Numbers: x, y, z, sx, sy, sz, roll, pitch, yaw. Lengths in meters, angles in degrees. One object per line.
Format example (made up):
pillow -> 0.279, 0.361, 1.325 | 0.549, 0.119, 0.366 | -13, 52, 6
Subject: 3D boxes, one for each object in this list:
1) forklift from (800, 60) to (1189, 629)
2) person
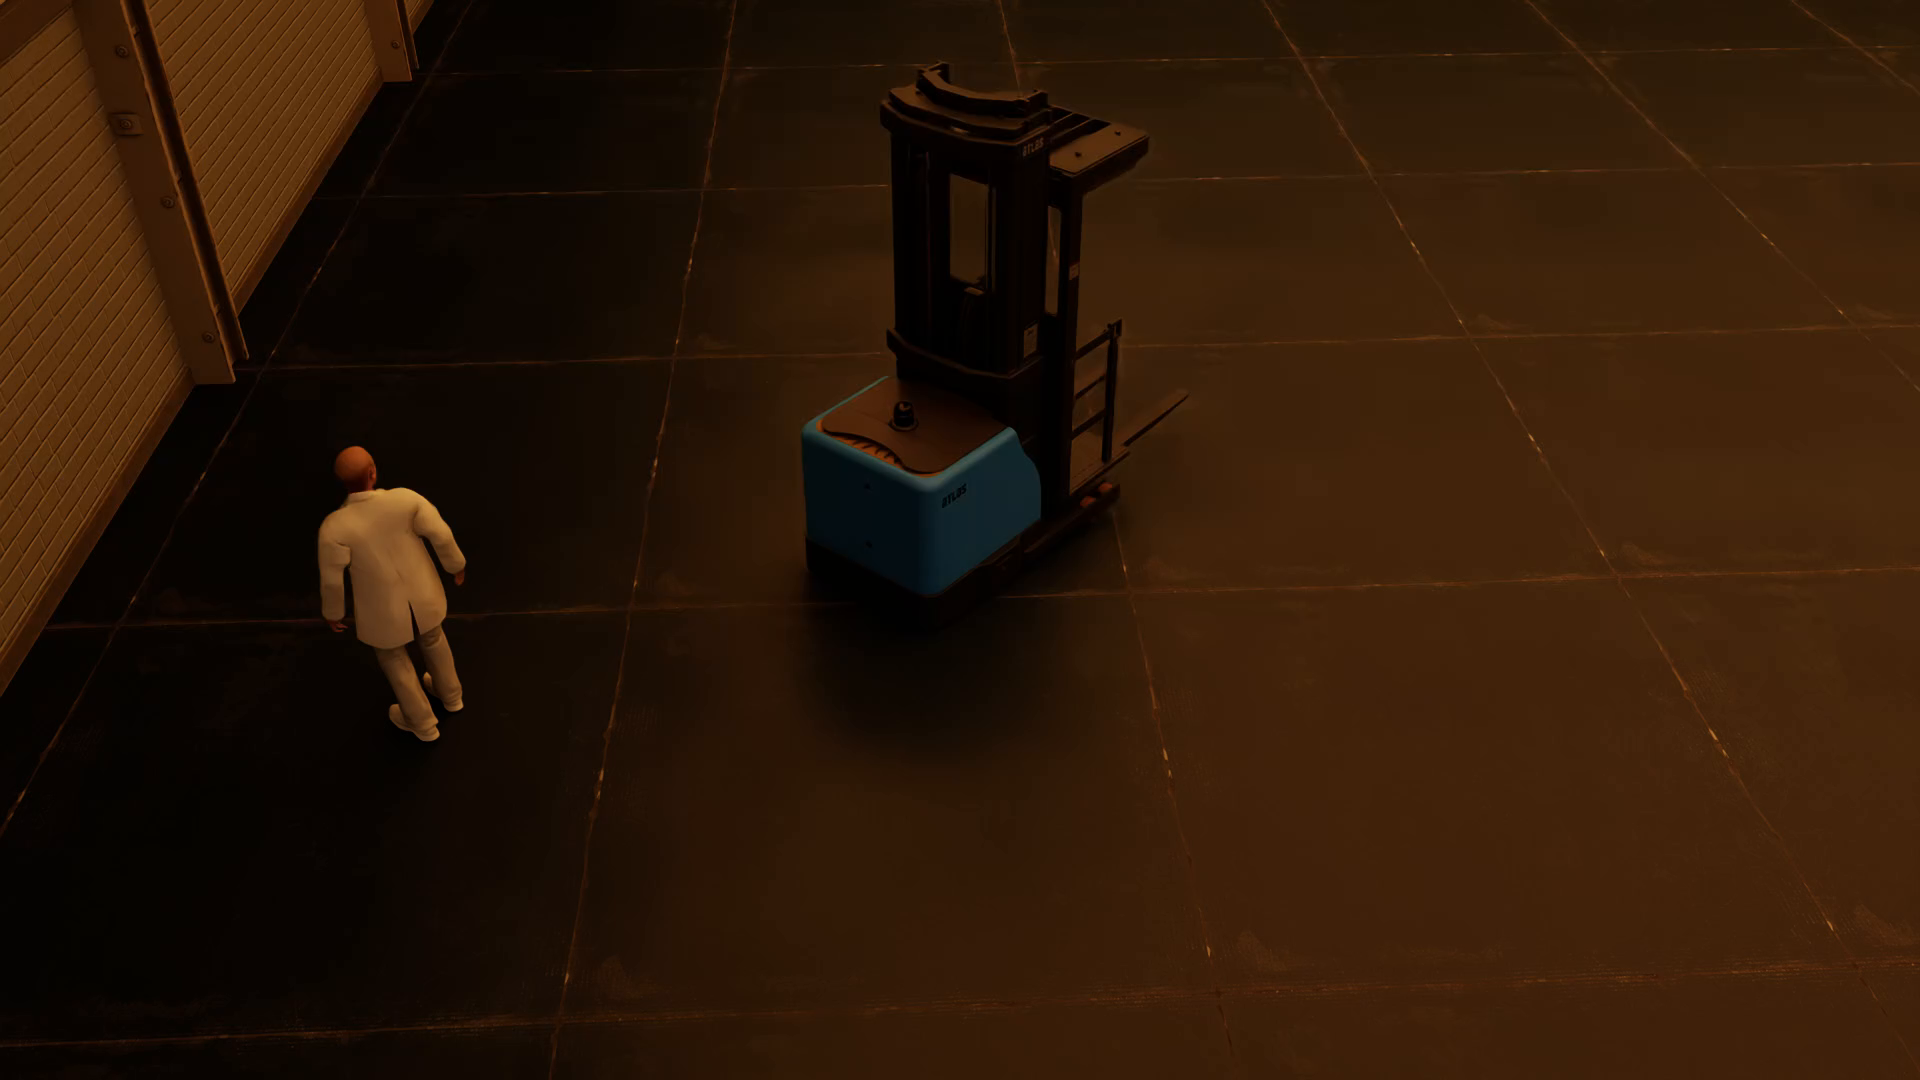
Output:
forklift -> 0.380, -1.467, 10.024 | 1.130, 2.935, 3.031 | 26, 43, 31
person -> -2.966, 0.243, 8.661 | 0.755, 1.773, 0.513 | -26, 43, -31
